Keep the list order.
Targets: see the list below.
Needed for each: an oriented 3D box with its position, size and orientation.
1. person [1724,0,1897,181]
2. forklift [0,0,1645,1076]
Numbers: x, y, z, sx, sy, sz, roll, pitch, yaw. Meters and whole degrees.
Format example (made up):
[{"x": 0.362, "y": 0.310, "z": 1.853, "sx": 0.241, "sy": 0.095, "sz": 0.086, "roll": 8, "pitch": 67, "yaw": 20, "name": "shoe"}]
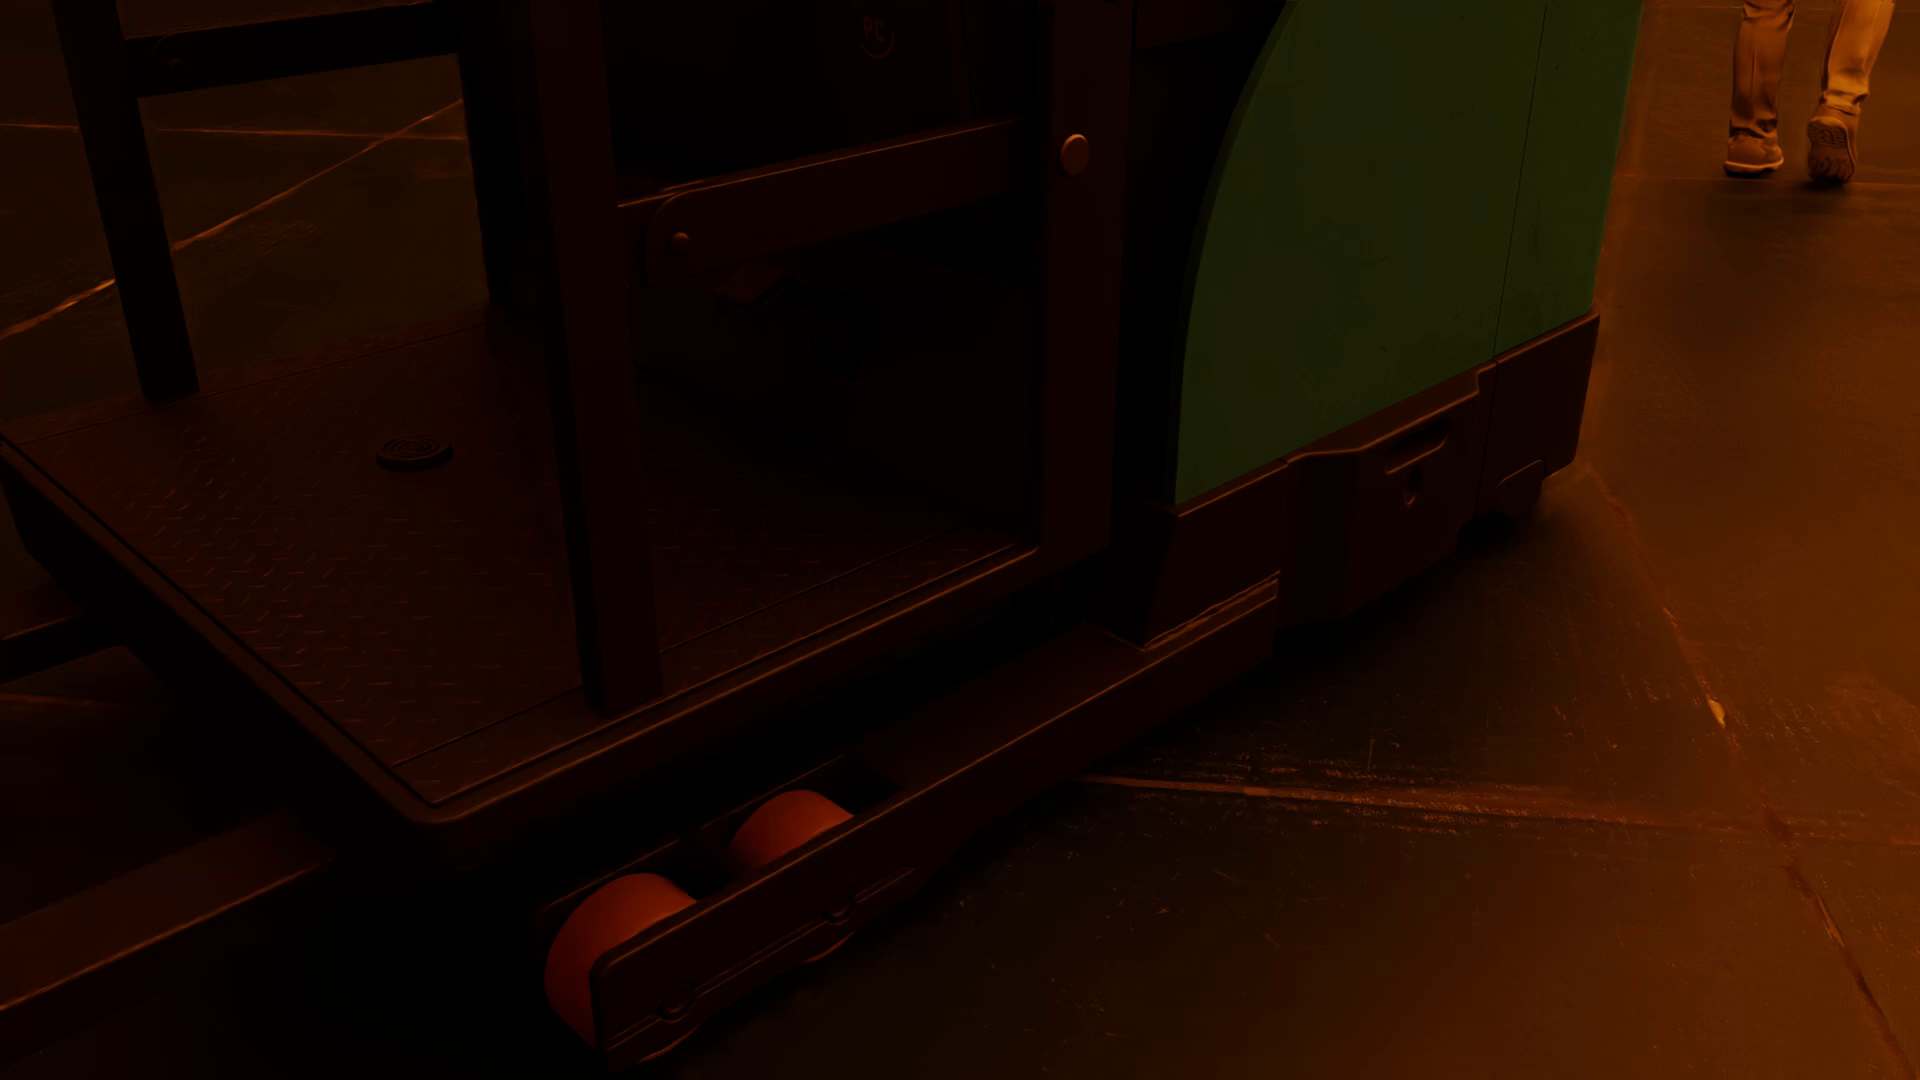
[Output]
[{"x": 2.142, "y": -1.735, "z": 4.159, "sx": 0.732, "sy": 1.646, "sz": 0.430, "roll": 17, "pitch": 31, "yaw": 31, "name": "person"}, {"x": -0.440, "y": -1.093, "z": 1.408, "sx": 3.031, "sy": 2.935, "sz": 1.130, "roll": -23, "pitch": 35, "yaw": -38, "name": "forklift"}]
